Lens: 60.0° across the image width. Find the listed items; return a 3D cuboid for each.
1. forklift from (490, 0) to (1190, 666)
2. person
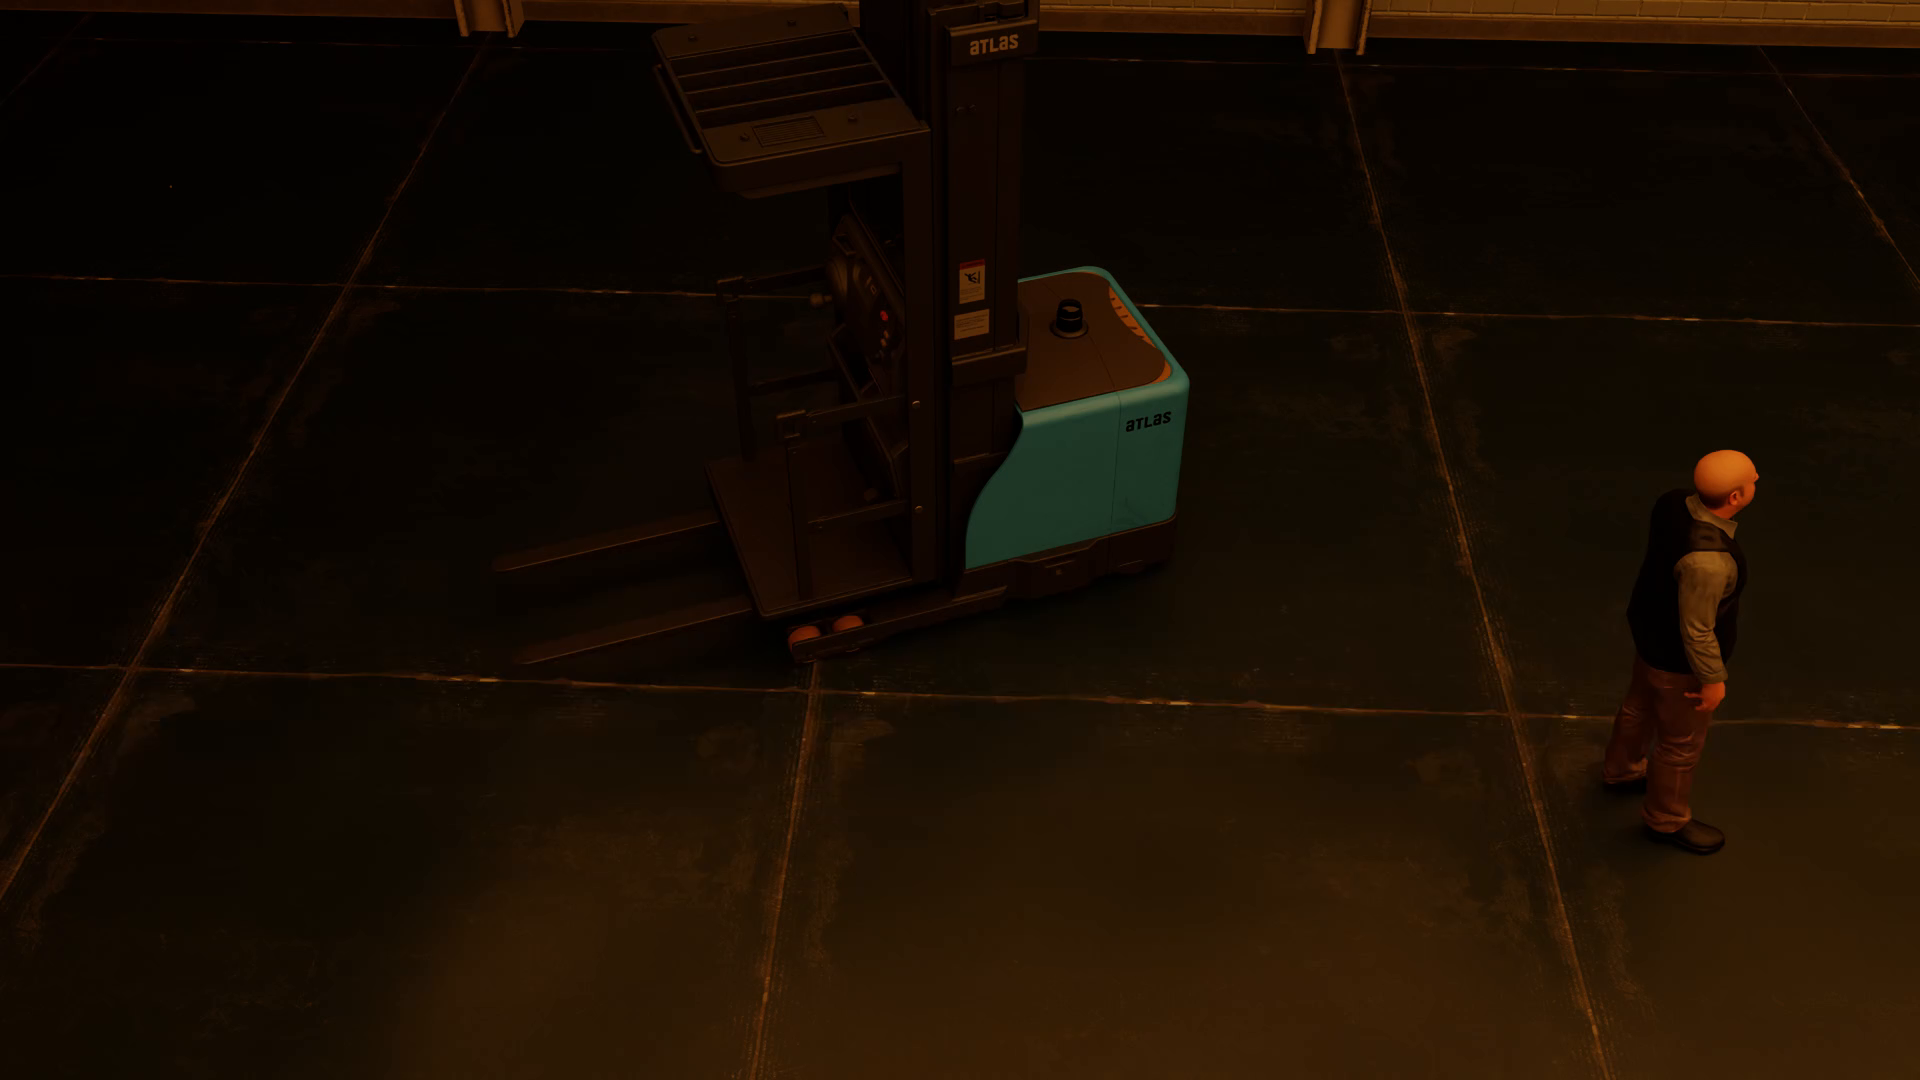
[{"bbox_3d":[-0.573,-0.945,6.778,3.031,2.935,1.130,-13,44,-14],"label":"forklift"},{"bbox_3d":[2.754,0.383,6.209,0.569,1.720,0.631,3,42,3],"label":"person"}]
